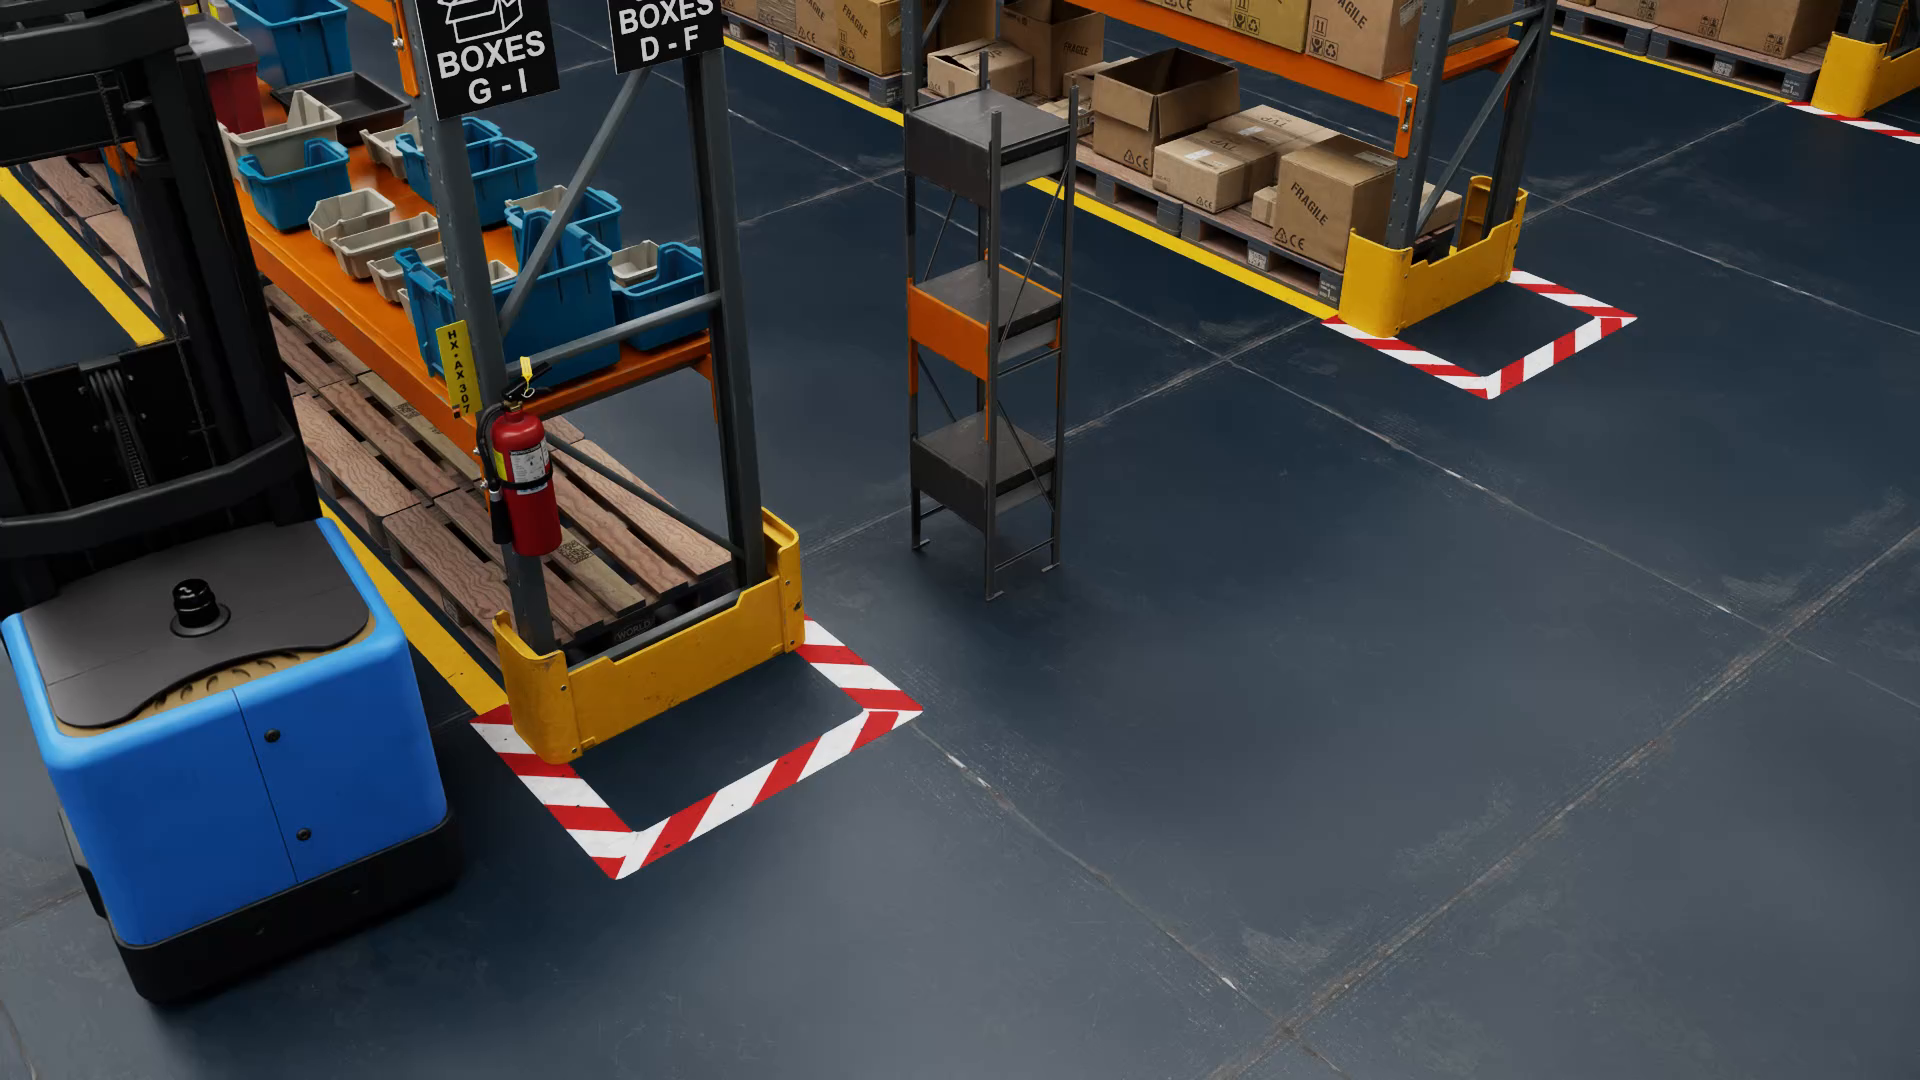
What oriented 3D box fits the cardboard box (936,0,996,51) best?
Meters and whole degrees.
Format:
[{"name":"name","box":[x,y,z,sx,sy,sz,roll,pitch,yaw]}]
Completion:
[{"name":"cardboard box","box":[-0.098,-3.760,11.745,0.500,0.500,0.500,-28,44,-34]}]

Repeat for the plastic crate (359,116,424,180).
[{"name":"plastic crate","box":[-2.405,-1.710,7.246,0.293,0.136,0.466,-26,43,-32]}]

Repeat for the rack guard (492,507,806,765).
[{"name":"rack guard","box":[-1.152,0.342,6.335,1.175,0.500,0.348,-26,43,-32]}]

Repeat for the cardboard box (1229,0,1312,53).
[{"name":"cardboard box","box":[1.775,-2.894,8.655,0.500,0.500,0.500,-26,43,-31]}]

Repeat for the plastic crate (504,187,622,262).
[{"name":"plastic crate","box":[-1.510,-1.163,6.389,0.416,0.233,0.300,-26,43,-32]}]

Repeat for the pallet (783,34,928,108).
[{"name":"pallet","box":[-0.526,-3.503,12.013,1.003,0.211,1.213,-26,43,-32]}]

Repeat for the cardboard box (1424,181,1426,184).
[{"name":"cardboard box","box":[2.440,-1.976,9.516,0.380,0.166,0.250,-26,43,-32]}]

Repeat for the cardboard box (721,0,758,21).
[{"name":"cardboard box","box":[-1.475,-4.233,12.413,0.500,0.500,0.500,-28,44,-33]}]

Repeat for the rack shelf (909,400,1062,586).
[{"name":"rack shelf","box":[0.107,-0.201,6.952,0.431,0.518,0.480,-26,43,-32]}]

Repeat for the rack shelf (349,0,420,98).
[{"name":"rack shelf","box":[-2.468,-2.497,6.208,1.077,0.370,4.000,-26,43,-32]}]

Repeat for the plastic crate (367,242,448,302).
[{"name":"plastic crate","box":[-2.018,-1.027,6.280,0.396,0.136,0.243,-26,43,-32]}]

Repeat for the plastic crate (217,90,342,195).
[{"name":"plastic crate","box":[-2.914,-1.683,7.082,0.437,0.282,0.530,-26,43,-32]}]

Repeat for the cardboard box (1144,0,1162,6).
[{"name":"cardboard box","box":[1.132,-3.339,9.283,0.500,0.500,0.500,-27,43,-32]}]

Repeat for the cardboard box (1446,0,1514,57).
[{"name":"cardboard box","box":[2.524,-2.865,8.613,0.500,0.500,0.500,-25,42,-31]}]

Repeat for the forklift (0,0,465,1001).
[{"name":"forklift","box":[-2.902,-0.588,5.545,1.130,2.935,3.031,-21,40,-27]}]

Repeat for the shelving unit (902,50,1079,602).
[{"name":"shelving unit","box":[0.107,-0.784,6.540,0.431,2.100,0.503,-26,43,-32]}]

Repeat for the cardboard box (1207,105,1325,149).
[{"name":"cardboard box","box":[1.830,-2.375,10.006,0.500,0.250,0.500,-26,43,-32]}]

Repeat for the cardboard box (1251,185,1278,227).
[{"name":"cardboard box","box":[1.878,-1.914,9.427,0.380,0.166,0.250,-26,43,-32]}]

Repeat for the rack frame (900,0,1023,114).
[{"name":"rack frame","box":[0.028,-4.296,10.720,1.000,3.000,0.127,-26,43,-32]}]

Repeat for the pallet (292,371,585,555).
[{"name":"pallet","box":[-2.463,-0.463,7.721,1.003,0.211,1.213,-26,43,-32]}]

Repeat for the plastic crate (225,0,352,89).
[{"name":"plastic crate","box":[-3.196,-2.389,7.990,0.392,0.384,0.575,-26,43,-32]}]

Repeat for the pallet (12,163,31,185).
[{"name":"pallet","box":[-5.799,-2.745,10.944,1.003,0.211,1.213,-26,43,-32]}]

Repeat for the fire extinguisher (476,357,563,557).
[{"name":"fire extinguisher","box":[-1.427,-0.264,5.417,0.296,0.674,0.183,-26,43,-32]}]

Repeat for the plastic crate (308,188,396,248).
[{"name":"plastic crate","box":[-2.421,-1.264,6.616,0.298,0.136,0.250,-26,43,-32]}]

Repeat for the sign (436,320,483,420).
[{"name":"sign","box":[-1.587,-0.538,5.273,0.100,0.325,0.005,-26,43,-32]}]

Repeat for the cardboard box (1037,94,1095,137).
[{"name":"cardboard box","box":[0.700,-2.675,10.502,0.380,0.166,0.250,-26,43,-32]}]

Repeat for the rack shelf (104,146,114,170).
[{"name":"rack shelf","box":[-5.049,-3.039,9.569,1.077,0.370,4.000,-26,43,-32]}]

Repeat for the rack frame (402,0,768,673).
[{"name":"rack frame","box":[-1.177,-0.684,5.620,1.000,3.000,0.127,-26,43,-32]}]

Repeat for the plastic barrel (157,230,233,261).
[{"name":"plastic barrel","box":[-4.096,-2.012,8.947,0.600,0.901,0.708,-26,43,-32]}]

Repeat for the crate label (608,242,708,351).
[{"name":"crate label","box":[-1.085,-0.872,5.979,0.416,0.233,0.303,-26,43,-32]}]

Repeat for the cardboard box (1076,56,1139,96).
[{"name":"cardboard box","box":[1.096,-2.901,10.697,0.500,0.311,0.500,-26,43,-32]}]

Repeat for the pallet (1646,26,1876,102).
[{"name":"pallet","box":[5.815,-3.565,12.101,1.003,0.211,1.213,-26,43,-32]}]

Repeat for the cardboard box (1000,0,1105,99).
[{"name":"cardboard box","box":[0.612,-3.309,11.110,0.500,0.500,0.500,-26,43,-32]}]

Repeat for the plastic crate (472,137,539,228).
[{"name":"plastic crate","box":[-1.934,-1.453,6.799,0.416,0.233,0.300,-26,43,-32]}]

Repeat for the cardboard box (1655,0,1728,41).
[{"name":"cardboard box","box":[5.540,-4.023,12.134,0.700,0.500,0.500,-26,43,-32]}]

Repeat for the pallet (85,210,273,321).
[{"name":"pallet","box":[-4.224,-1.668,9.423,1.003,0.211,1.213,-26,43,-32]}]

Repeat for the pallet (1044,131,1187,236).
[{"name":"pallet","box":[1.262,-2.315,10.337,1.003,0.211,1.213,-26,43,-32]}]

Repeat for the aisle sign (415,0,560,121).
[{"name":"aisle sign","box":[-1.354,-1.604,4.670,0.394,0.787,0.004,-26,43,-32]}]

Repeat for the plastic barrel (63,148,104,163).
[{"name":"plastic barrel","box":[-5.282,-2.695,10.183,0.600,0.588,0.708,-26,43,-32]}]

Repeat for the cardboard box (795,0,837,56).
[{"name":"cardboard box","box":[-0.822,-3.788,11.785,0.500,0.500,0.500,-26,43,-32]}]

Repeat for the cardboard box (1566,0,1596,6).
[{"name":"cardboard box","box":[4.865,-4.477,12.776,0.700,0.500,0.500,-25,42,-31]}]

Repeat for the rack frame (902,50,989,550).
[{"name":"rack frame","box":[-0.051,-0.892,6.692,0.400,2.100,0.015,-26,43,-32]}]

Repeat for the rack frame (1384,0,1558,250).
[{"name":"rack frame","box":[2.609,-2.530,8.227,1.000,3.000,0.127,-26,43,-32]}]

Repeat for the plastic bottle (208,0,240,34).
[{"name":"plastic bottle","box":[-3.764,-2.724,8.543,0.144,0.351,0.185,-26,43,-32]}]
